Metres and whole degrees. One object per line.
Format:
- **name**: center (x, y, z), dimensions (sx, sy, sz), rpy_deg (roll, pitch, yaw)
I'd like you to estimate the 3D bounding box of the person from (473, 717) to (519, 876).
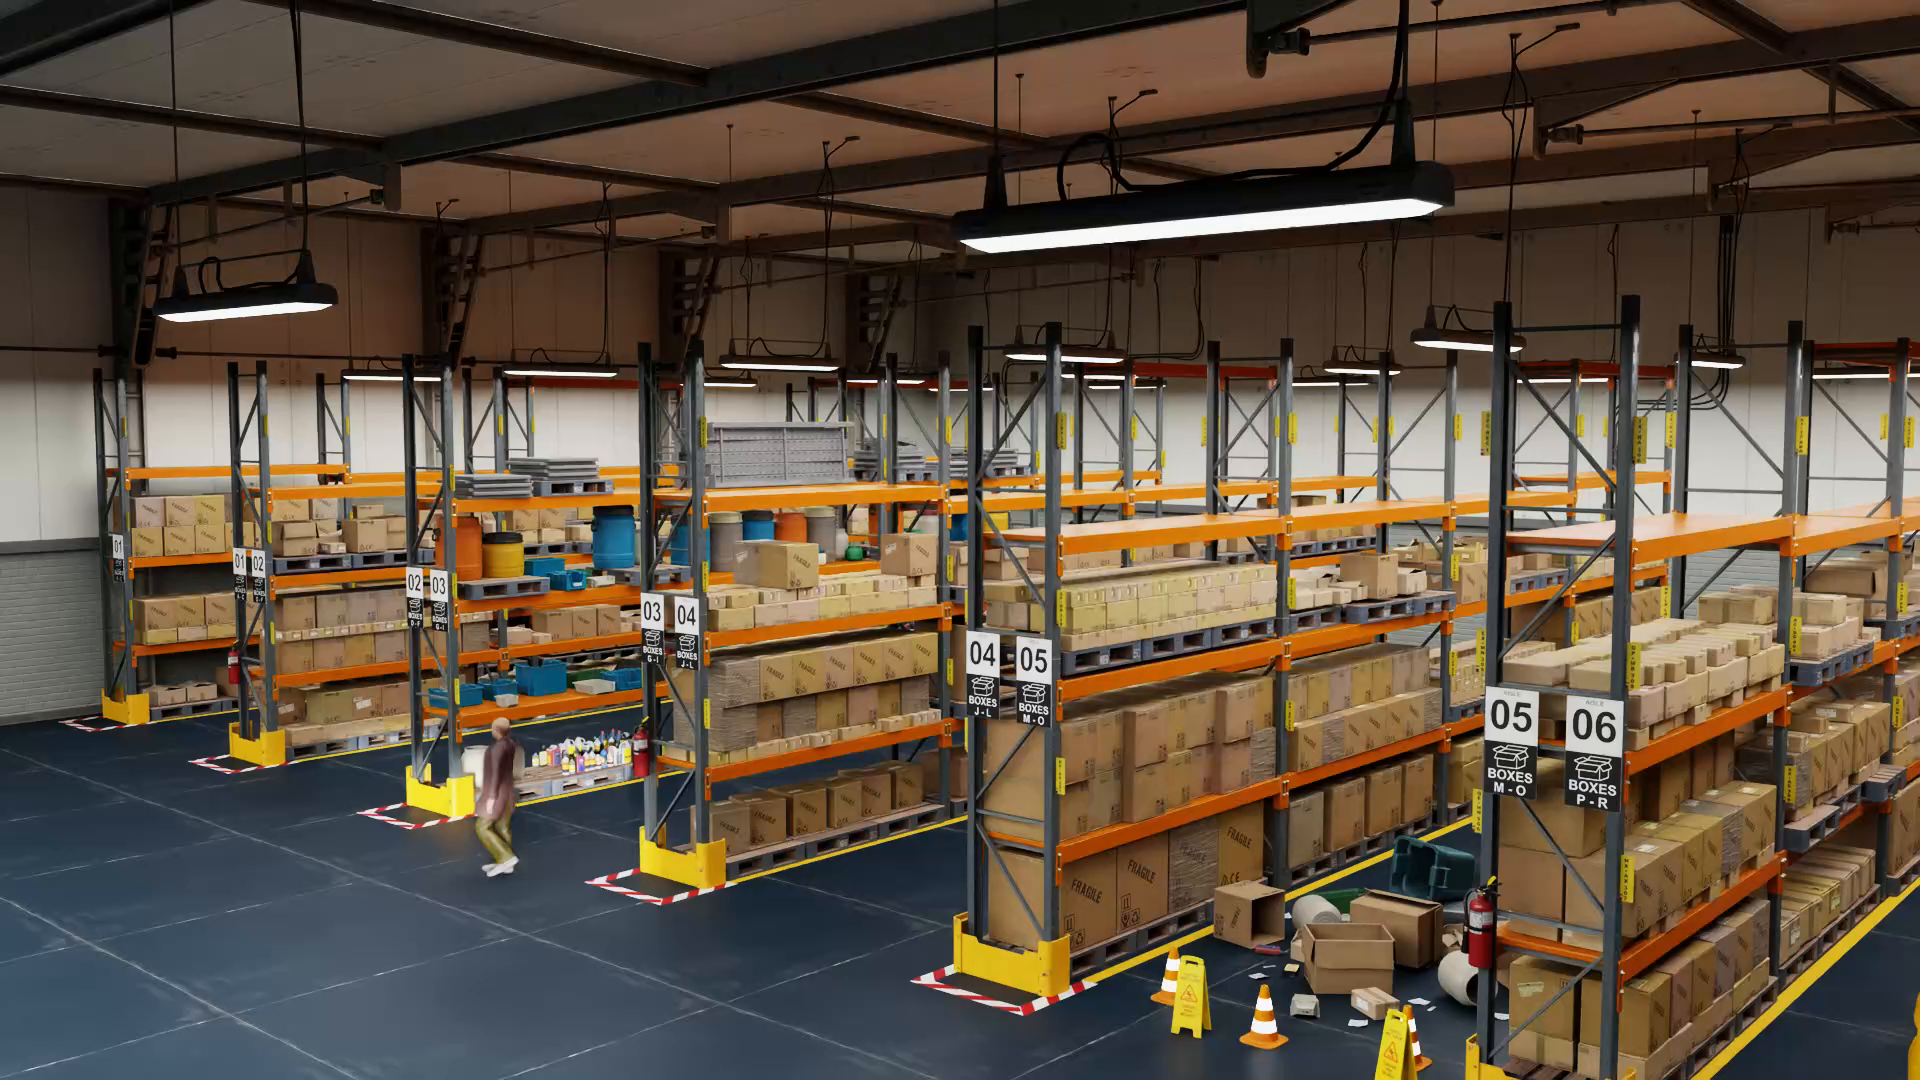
- **person**: center (-5.198, 2.888, 18.744), dimensions (0.502, 1.781, 0.633), rpy_deg (0, 4, 5)
